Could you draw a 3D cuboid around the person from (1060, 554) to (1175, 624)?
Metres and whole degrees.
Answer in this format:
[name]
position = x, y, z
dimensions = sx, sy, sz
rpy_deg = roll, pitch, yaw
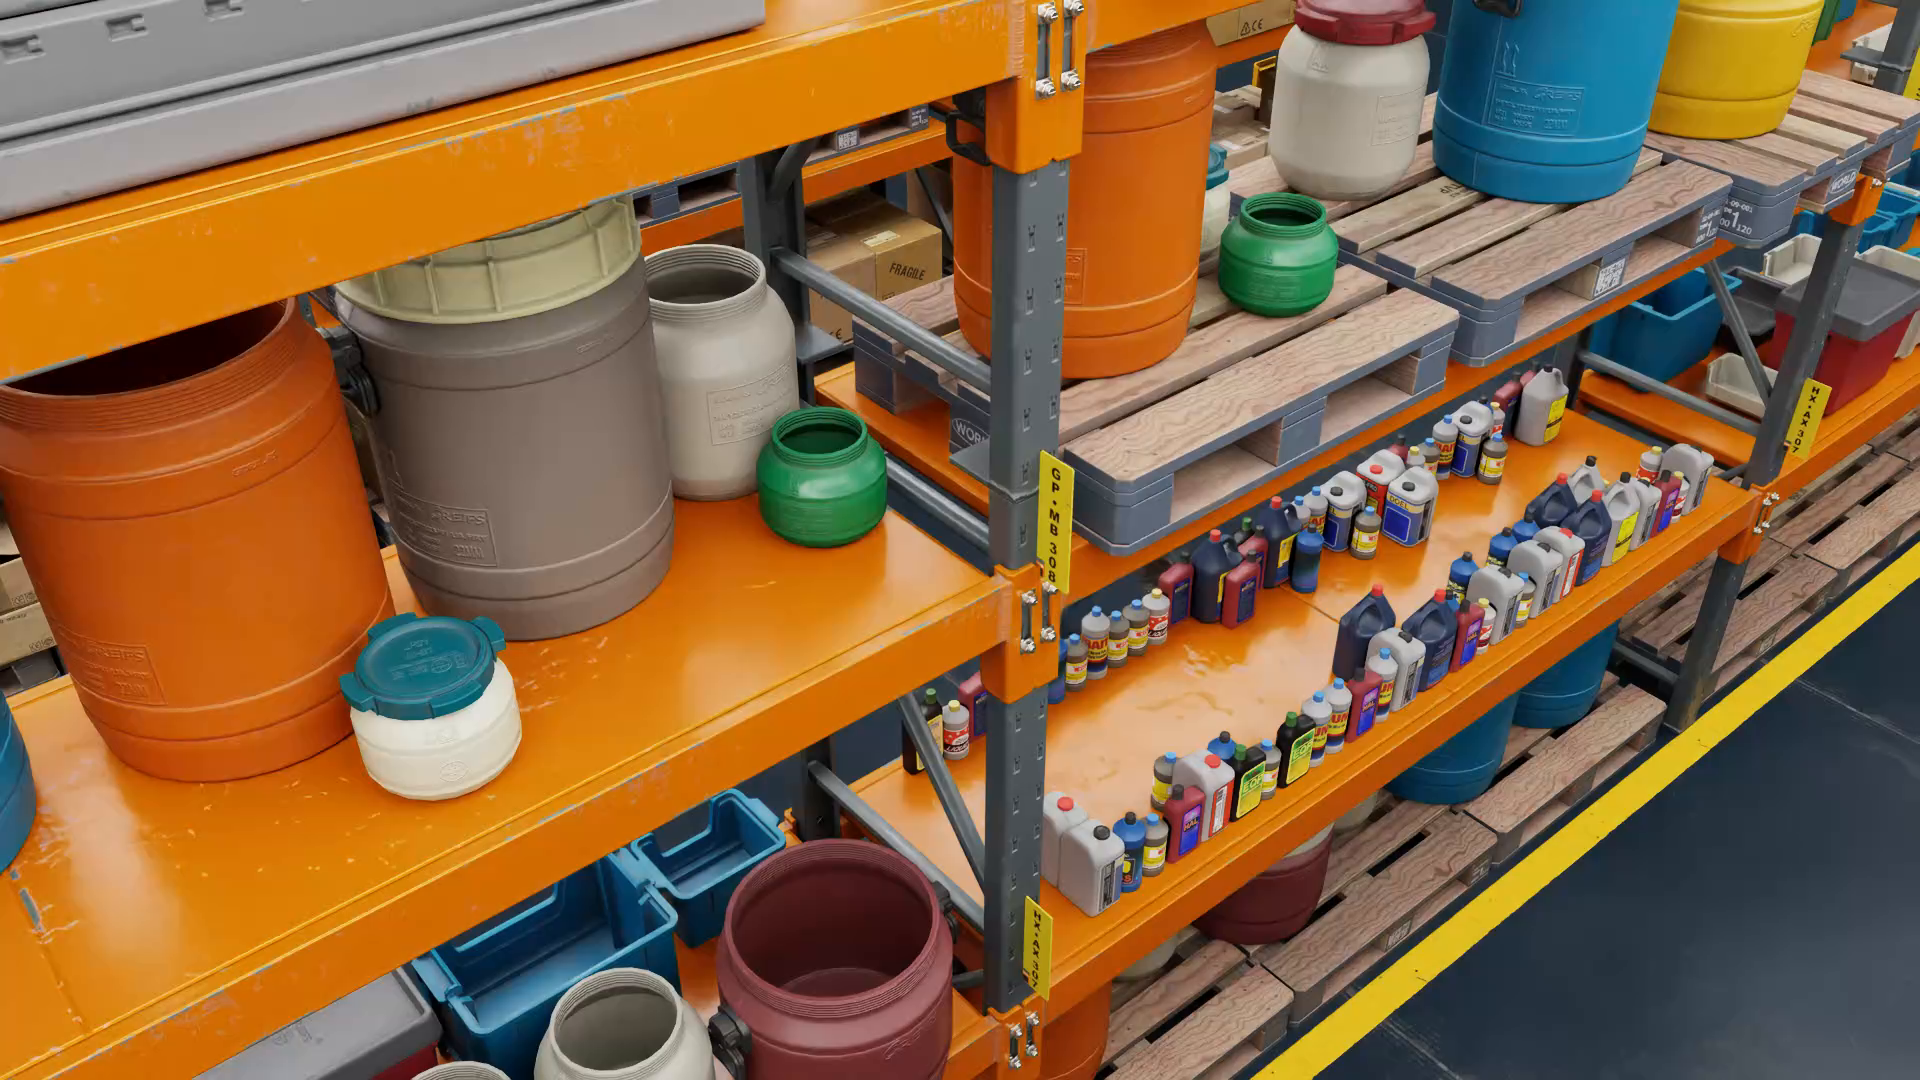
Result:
[person]
position = 0.642, -0.192, 7.318
dimensions = 1.021, 1.722, 0.566
rpy_deg = -9, 37, -13
